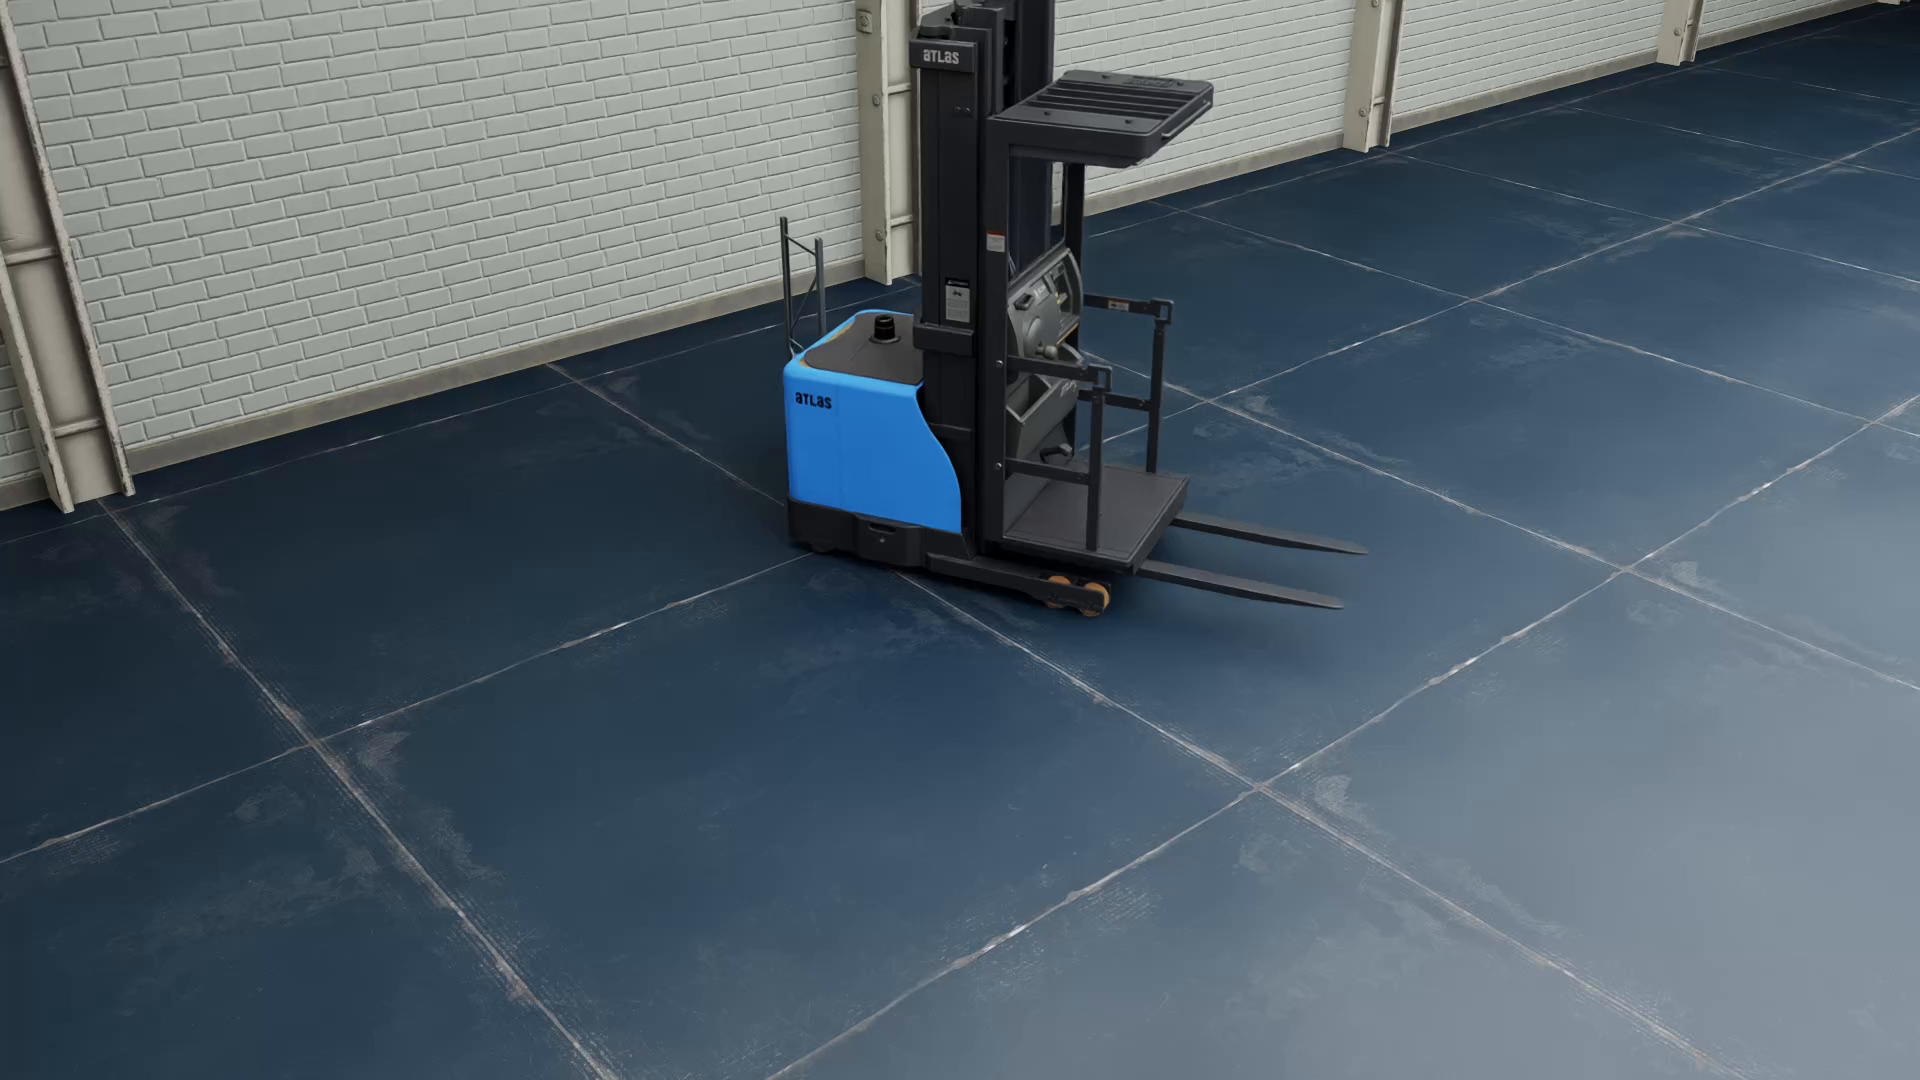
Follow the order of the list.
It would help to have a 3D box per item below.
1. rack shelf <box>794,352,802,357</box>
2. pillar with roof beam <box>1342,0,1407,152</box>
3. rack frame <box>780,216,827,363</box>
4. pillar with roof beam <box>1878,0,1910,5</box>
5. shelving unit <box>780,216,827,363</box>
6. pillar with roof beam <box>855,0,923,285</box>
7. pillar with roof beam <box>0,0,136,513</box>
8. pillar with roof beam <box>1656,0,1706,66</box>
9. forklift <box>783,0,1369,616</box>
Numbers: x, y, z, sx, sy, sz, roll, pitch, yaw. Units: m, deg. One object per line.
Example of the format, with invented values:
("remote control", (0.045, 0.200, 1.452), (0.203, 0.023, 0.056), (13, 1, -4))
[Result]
("rack shelf", (-0.457, -1.056, 10.017), (1.000, 0.185, 0.538), (-15, 32, -26))
("pillar with roof beam", (6.837, -6.363, 11.609), (0.400, 9.000, 9.100), (-22, 35, -35))
("rack frame", (-0.896, -1.094, 9.706), (0.032, 1.500, 0.500), (-15, 32, -26))
("pillar with roof beam", (15.966, -10.034, 18.478), (0.400, 9.000, 9.100), (-22, 35, -35))
("shelving unit", (-0.457, -1.215, 9.932), (1.048, 1.500, 0.538), (-15, 32, -26))
("pillar with roof beam", (2.273, -4.527, 8.174), (0.400, 9.000, 9.100), (-22, 35, -35))
("pillar with roof beam", (-2.292, -2.692, 4.739), (0.400, 9.000, 9.100), (-22, 35, -35))
("pillar with roof beam", (11.402, -8.198, 15.043), (0.400, 9.000, 9.100), (-22, 35, -35))
("forklift", (0.619, -1.189, 8.365), (3.031, 2.935, 1.130), (12, 30, 20))
